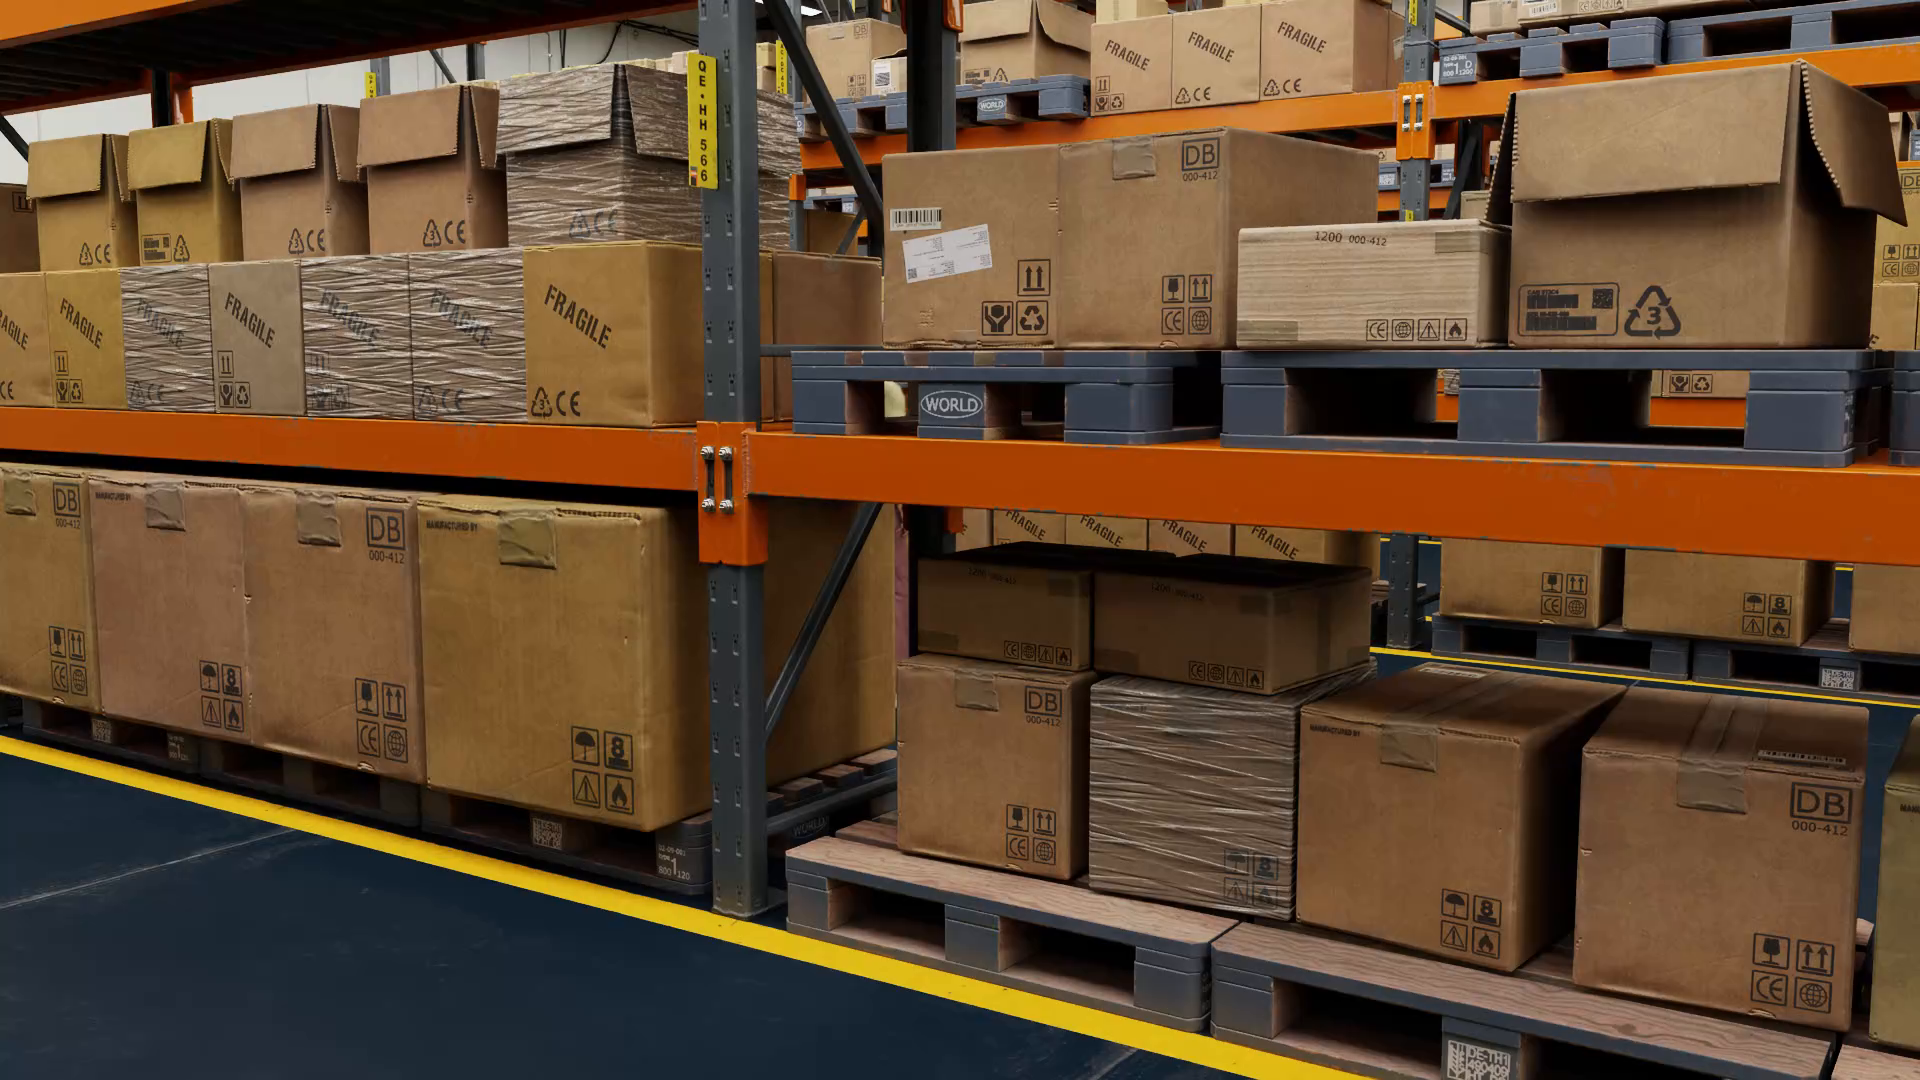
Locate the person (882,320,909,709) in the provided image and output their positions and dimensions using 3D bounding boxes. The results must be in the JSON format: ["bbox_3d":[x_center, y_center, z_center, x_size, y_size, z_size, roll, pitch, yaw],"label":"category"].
[{"bbox_3d":[-0.392,-0.132,7.145,0.518,1.673,0.408,4,7,31],"label":"person"}]
